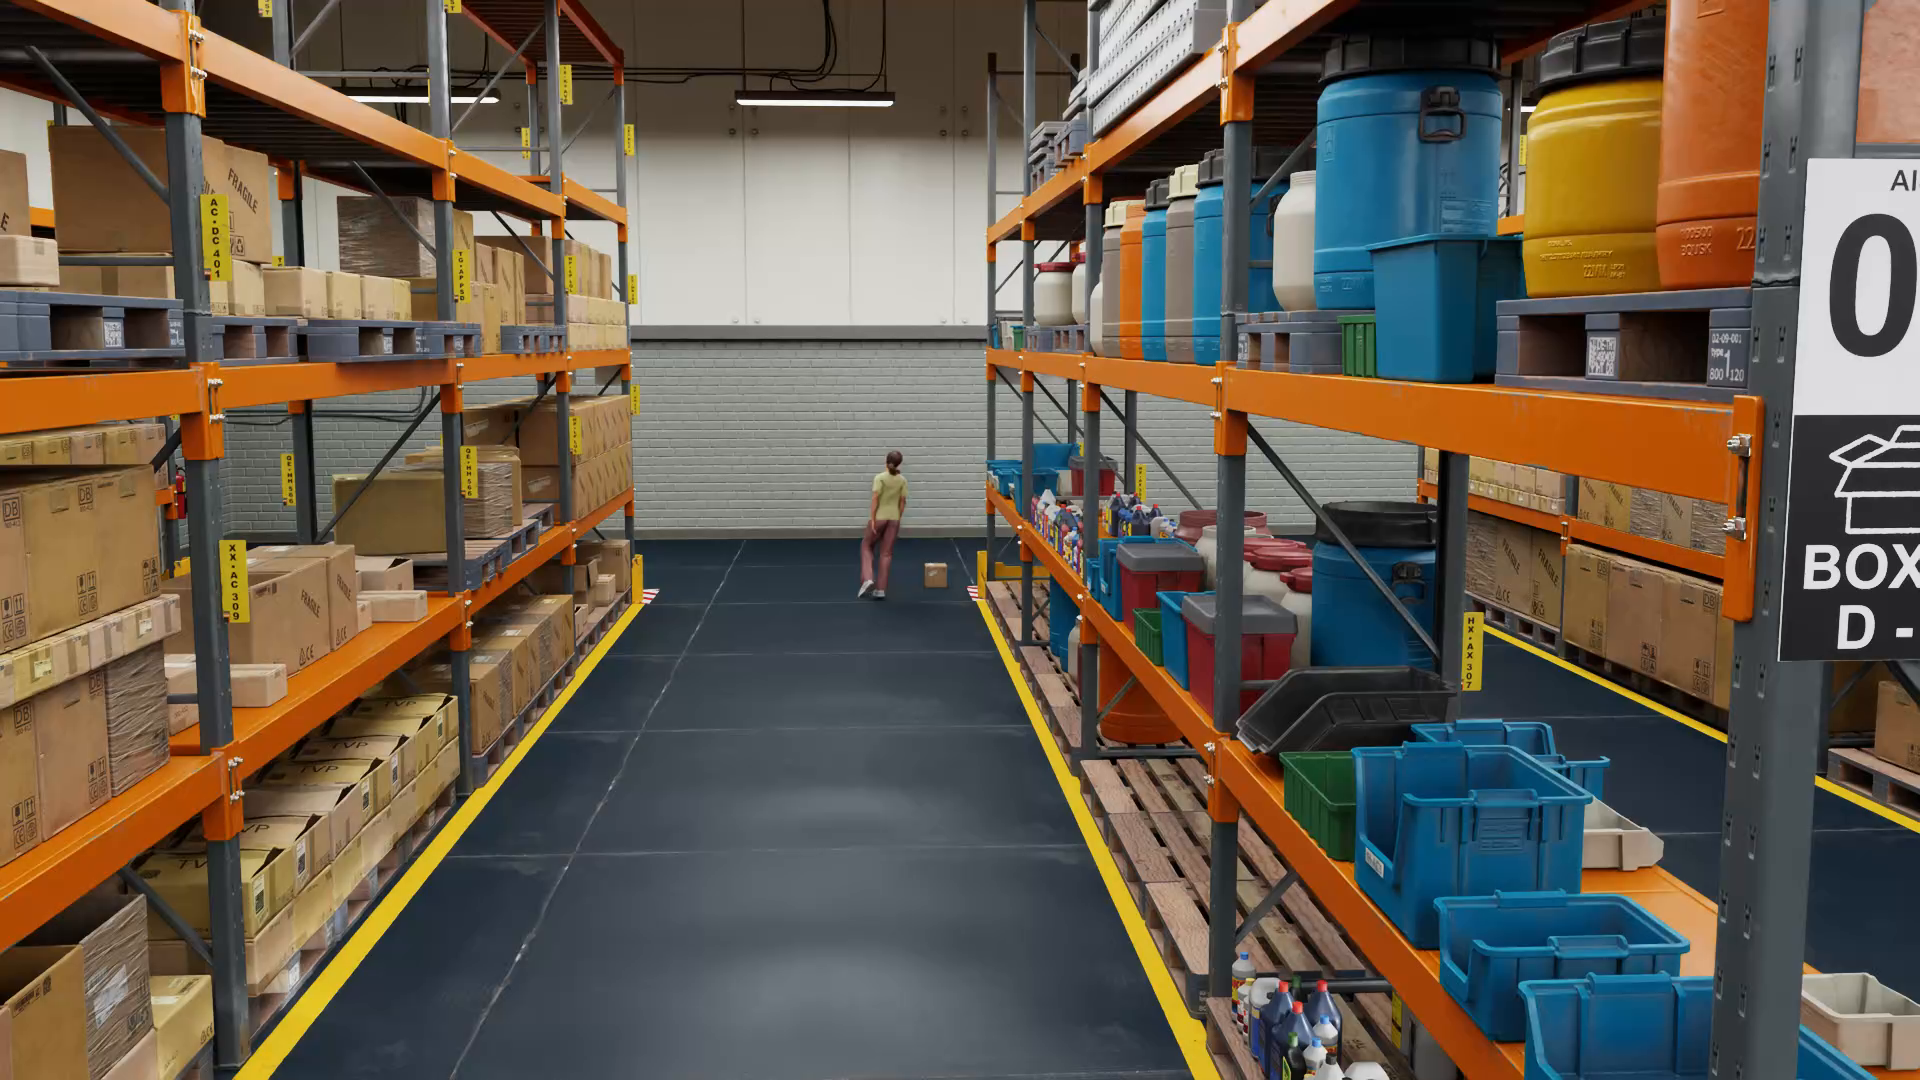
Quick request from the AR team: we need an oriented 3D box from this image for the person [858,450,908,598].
[{"bbox_3d":[-0.869,-0.176,18.752,0.558,1.679,0.457,-2,7,-19],"label":"person"}]
